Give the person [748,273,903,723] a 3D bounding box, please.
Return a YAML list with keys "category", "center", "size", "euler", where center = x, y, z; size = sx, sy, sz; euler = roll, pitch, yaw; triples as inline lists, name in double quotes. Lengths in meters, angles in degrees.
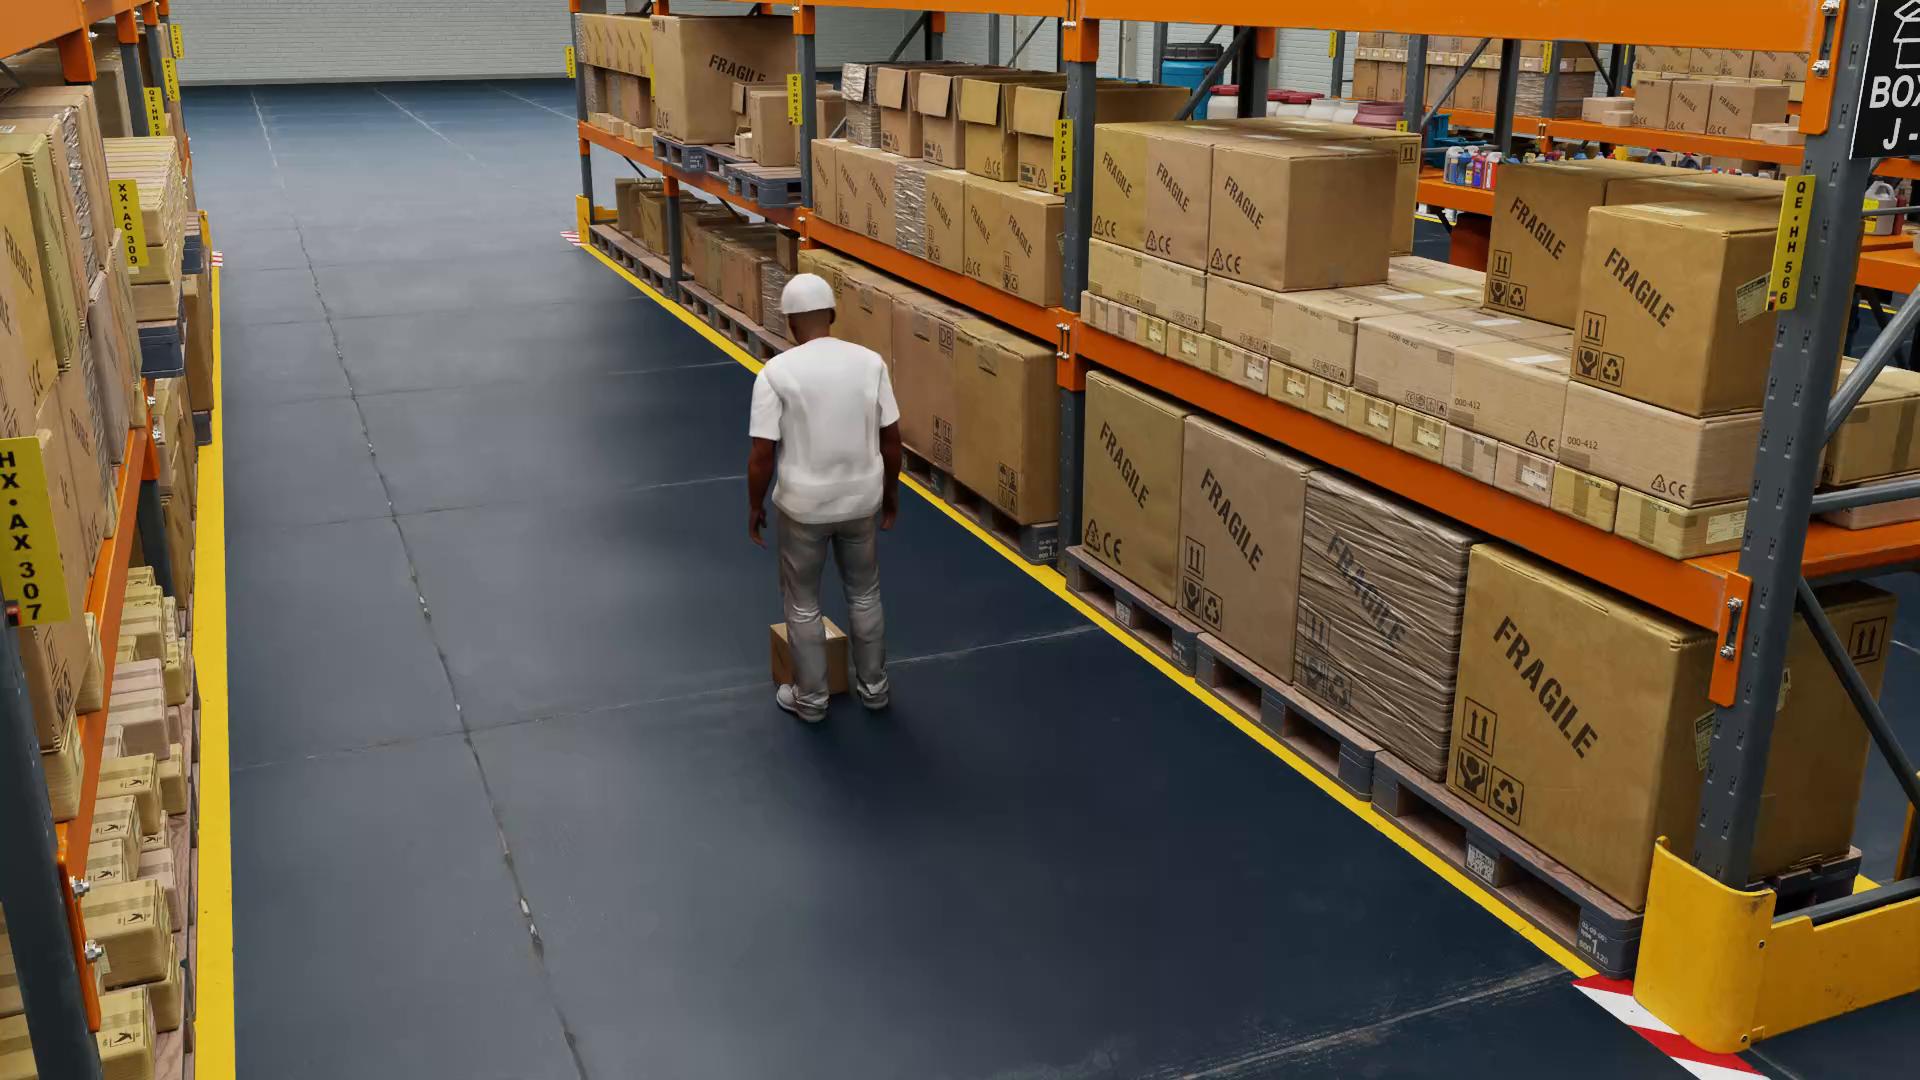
- category: "person"
  center: [-0.529, -0.155, 6.498]
  size: [0.627, 1.757, 0.461]
  euler: [-8, 20, -22]
